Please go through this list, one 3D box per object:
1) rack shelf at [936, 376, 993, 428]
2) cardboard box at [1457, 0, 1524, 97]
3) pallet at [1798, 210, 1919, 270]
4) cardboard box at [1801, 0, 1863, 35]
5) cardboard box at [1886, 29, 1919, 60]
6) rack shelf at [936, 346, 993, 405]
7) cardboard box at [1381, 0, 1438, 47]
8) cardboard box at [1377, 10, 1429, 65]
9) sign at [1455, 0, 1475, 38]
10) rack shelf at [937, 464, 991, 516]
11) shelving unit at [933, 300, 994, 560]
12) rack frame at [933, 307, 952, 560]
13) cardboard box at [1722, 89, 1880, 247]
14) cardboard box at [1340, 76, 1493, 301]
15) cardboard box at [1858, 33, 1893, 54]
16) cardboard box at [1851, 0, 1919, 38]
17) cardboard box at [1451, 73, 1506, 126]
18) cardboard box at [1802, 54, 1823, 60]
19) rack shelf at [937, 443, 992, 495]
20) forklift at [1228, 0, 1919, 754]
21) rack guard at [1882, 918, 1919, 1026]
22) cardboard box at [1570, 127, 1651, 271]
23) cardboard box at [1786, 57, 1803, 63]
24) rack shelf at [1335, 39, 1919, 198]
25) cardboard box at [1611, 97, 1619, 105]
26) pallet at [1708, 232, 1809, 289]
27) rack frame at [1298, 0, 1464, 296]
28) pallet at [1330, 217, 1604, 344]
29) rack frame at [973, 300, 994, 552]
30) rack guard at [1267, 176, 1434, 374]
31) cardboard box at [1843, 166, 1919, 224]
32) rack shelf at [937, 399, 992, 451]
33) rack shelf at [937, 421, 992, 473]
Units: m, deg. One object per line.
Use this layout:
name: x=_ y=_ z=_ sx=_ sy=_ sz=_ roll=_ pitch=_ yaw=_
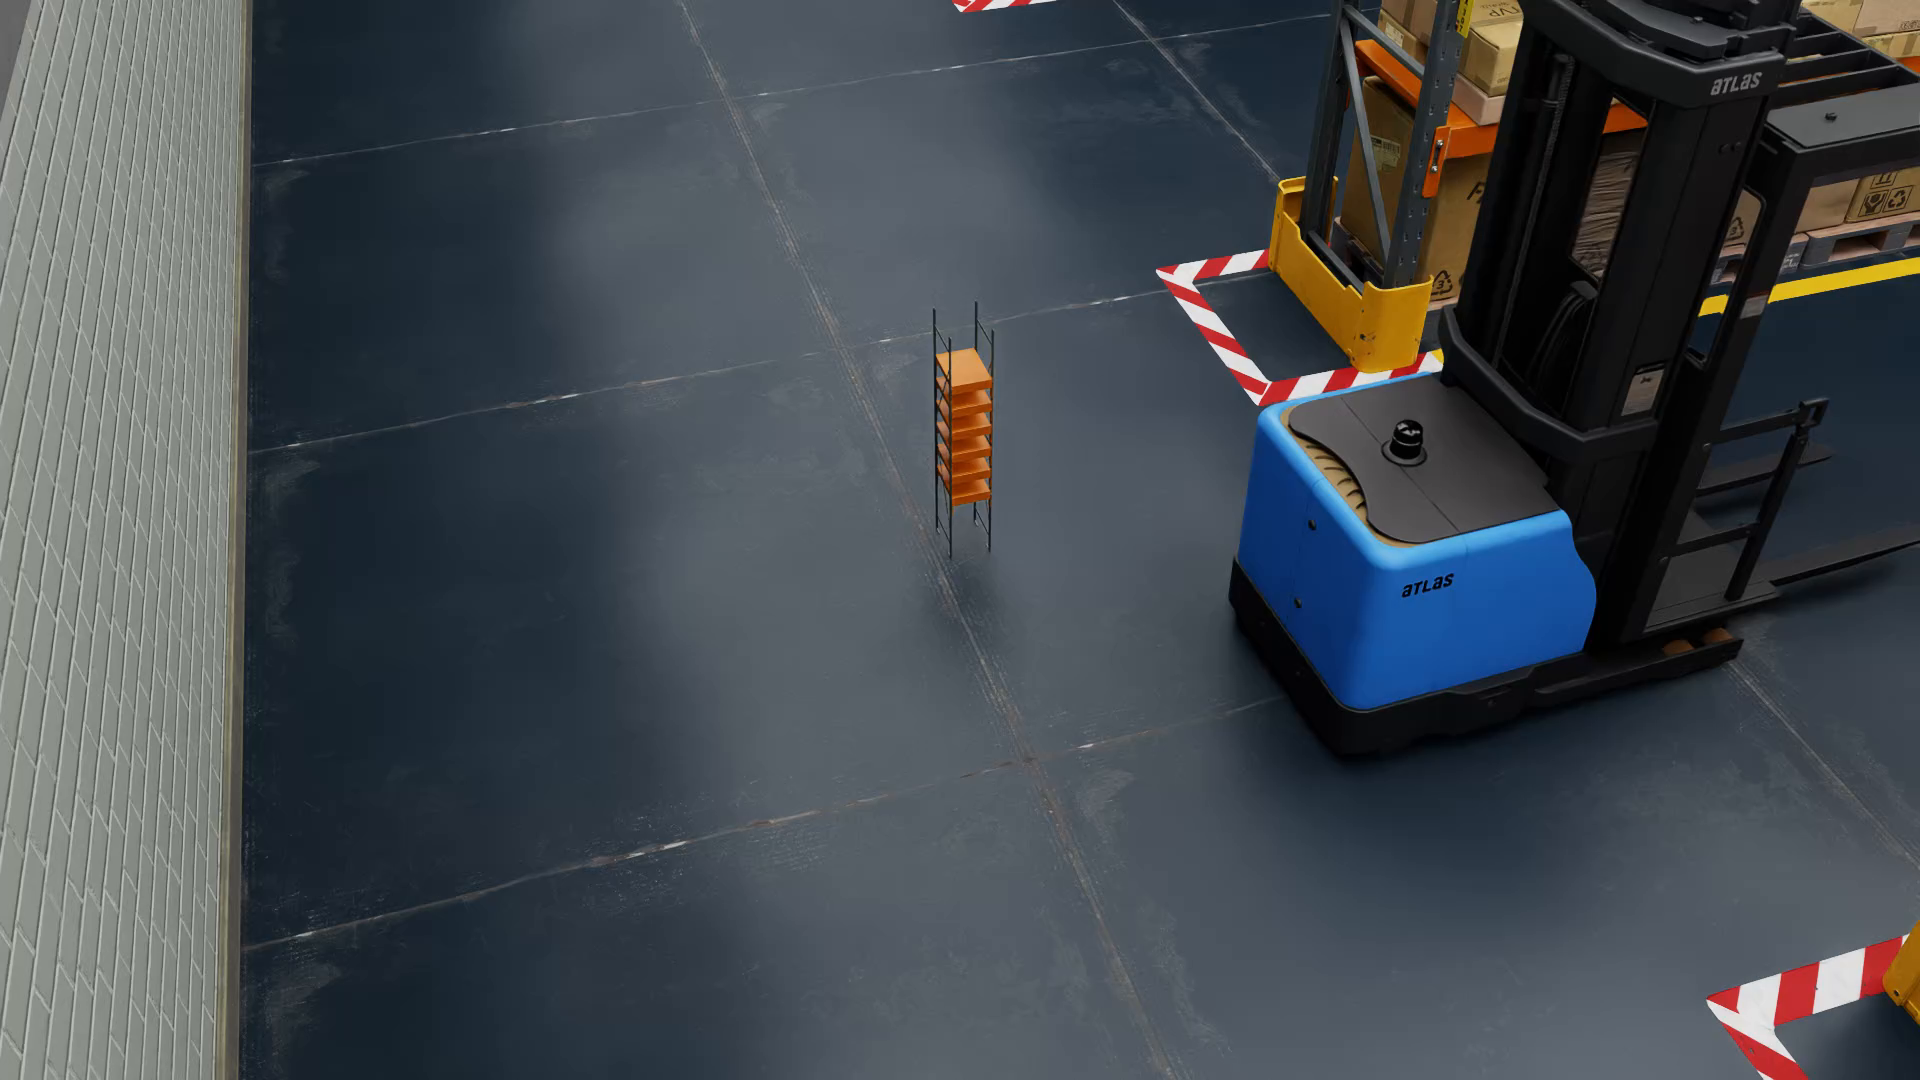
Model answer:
rack shelf: x=0.014 y=-0.602 z=7.079 sx=0.180 sy=0.103 sz=0.258 roll=-12 pitch=42 yaw=-13
cardboard box: x=2.619 y=-2.363 z=7.913 sx=0.500 sy=0.250 sz=0.500 roll=-13 pitch=43 yaw=-14
pallet: x=5.146 y=-2.022 z=9.753 sx=1.213 sy=0.211 sz=1.003 roll=-12 pitch=42 yaw=-13
cardboard box: x=4.089 y=-2.674 z=8.268 sx=0.500 sy=0.250 sz=0.500 roll=-12 pitch=43 yaw=-14
cardboard box: x=4.721 y=-2.609 z=8.497 sx=0.250 sy=0.149 sz=0.380 roll=-11 pitch=42 yaw=-12
rack shelf: x=0.014 y=-0.692 z=7.000 sx=0.180 sy=0.103 sz=0.258 roll=-12 pitch=42 yaw=-13
cardboard box: x=2.462 y=-2.700 z=8.298 sx=0.500 sy=0.250 sz=0.500 roll=-12 pitch=43 yaw=-14
cardboard box: x=2.321 y=-2.565 z=8.446 sx=0.250 sy=0.149 sz=0.380 roll=-11 pitch=42 yaw=-12
sign: x=2.241 y=-2.389 z=7.336 sx=0.005 sy=0.325 sz=0.100 roll=-12 pitch=42 yaw=-13
rack shelf: x=0.014 y=-0.241 z=7.395 sx=0.180 sy=0.103 sz=0.258 roll=-12 pitch=42 yaw=-13
shelving unit: x=0.014 y=-0.455 z=7.208 sx=0.189 sy=1.200 sz=0.258 roll=-12 pitch=42 yaw=-13
rack frame: x=-0.073 y=-0.437 z=7.187 sx=0.006 sy=1.200 sz=0.240 roll=-12 pitch=42 yaw=-13
cardboard box: x=4.383 y=-2.273 z=9.217 sx=0.875 sy=0.875 sz=0.875 roll=-12 pitch=42 yaw=-13
cardboard box: x=2.666 y=-1.917 z=8.810 sx=0.875 sy=0.875 sz=0.875 roll=-12 pitch=42 yaw=-13
cardboard box: x=4.477 y=-2.558 z=8.439 sx=0.250 sy=0.149 sz=0.380 roll=-12 pitch=43 yaw=-14
cardboard box: x=4.573 y=-2.772 z=8.380 sx=0.500 sy=0.250 sz=0.500 roll=-11 pitch=42 yaw=-12
cardboard box: x=2.518 y=-2.151 z=7.973 sx=0.250 sy=0.149 sz=0.380 roll=-11 pitch=42 yaw=-13
cardboard box: x=4.234 y=-2.509 z=8.382 sx=0.250 sy=0.149 sz=0.380 roll=-11 pitch=42 yaw=-12
rack shelf: x=0.014 y=-0.331 z=7.316 sx=0.180 sy=0.103 sz=0.258 roll=-12 pitch=42 yaw=-13
forklift: x=2.736 y=-0.844 z=6.337 sx=3.031 sy=2.935 sz=1.130 roll=-13 pitch=43 yaw=-14
rack guard: x=3.549 y=1.680 z=5.297 sx=0.348 sy=0.500 sz=1.175 roll=-12 pitch=42 yaw=-13
cardboard box: x=3.534 y=-2.097 z=9.016 sx=0.875 sy=0.875 sz=0.875 roll=-12 pitch=42 yaw=-13
cardboard box: x=3.984 y=-2.456 z=8.322 sx=0.250 sy=0.149 sz=0.380 roll=-13 pitch=43 yaw=-14
rack shelf: x=3.988 y=-2.507 z=8.736 sx=4.000 sy=0.370 sz=1.077 roll=-12 pitch=42 yaw=-13
cardboard box: x=3.006 y=-2.253 z=8.090 sx=0.250 sy=0.149 sz=0.380 roll=-13 pitch=43 yaw=-14
pallet: x=3.981 y=-1.778 z=9.474 sx=1.213 sy=0.211 sz=1.003 roll=-12 pitch=42 yaw=-13
rack frame: x=2.080 y=-2.382 z=8.047 sx=0.127 sy=3.000 sz=1.000 roll=-12 pitch=42 yaw=-13
pallet: x=2.819 y=-1.539 z=9.201 sx=1.213 sy=0.211 sz=1.003 roll=-12 pitch=42 yaw=-13
rack frame: x=0.101 y=-0.473 z=7.229 sx=0.006 sy=1.200 sz=0.240 roll=-12 pitch=42 yaw=-13
rack guard: x=2.057 y=-1.436 z=8.864 sx=0.348 sy=0.500 sz=1.175 roll=-12 pitch=42 yaw=-13
cardboard box: x=5.242 y=-2.451 z=9.421 sx=0.875 sy=0.875 sz=0.875 roll=-12 pitch=42 yaw=-13
rack shelf: x=0.014 y=-0.512 z=7.158 sx=0.180 sy=0.103 sz=0.258 roll=-12 pitch=42 yaw=-13
rack shelf: x=0.014 y=-0.421 z=7.237 sx=0.180 sy=0.103 sz=0.258 roll=-12 pitch=42 yaw=-13
